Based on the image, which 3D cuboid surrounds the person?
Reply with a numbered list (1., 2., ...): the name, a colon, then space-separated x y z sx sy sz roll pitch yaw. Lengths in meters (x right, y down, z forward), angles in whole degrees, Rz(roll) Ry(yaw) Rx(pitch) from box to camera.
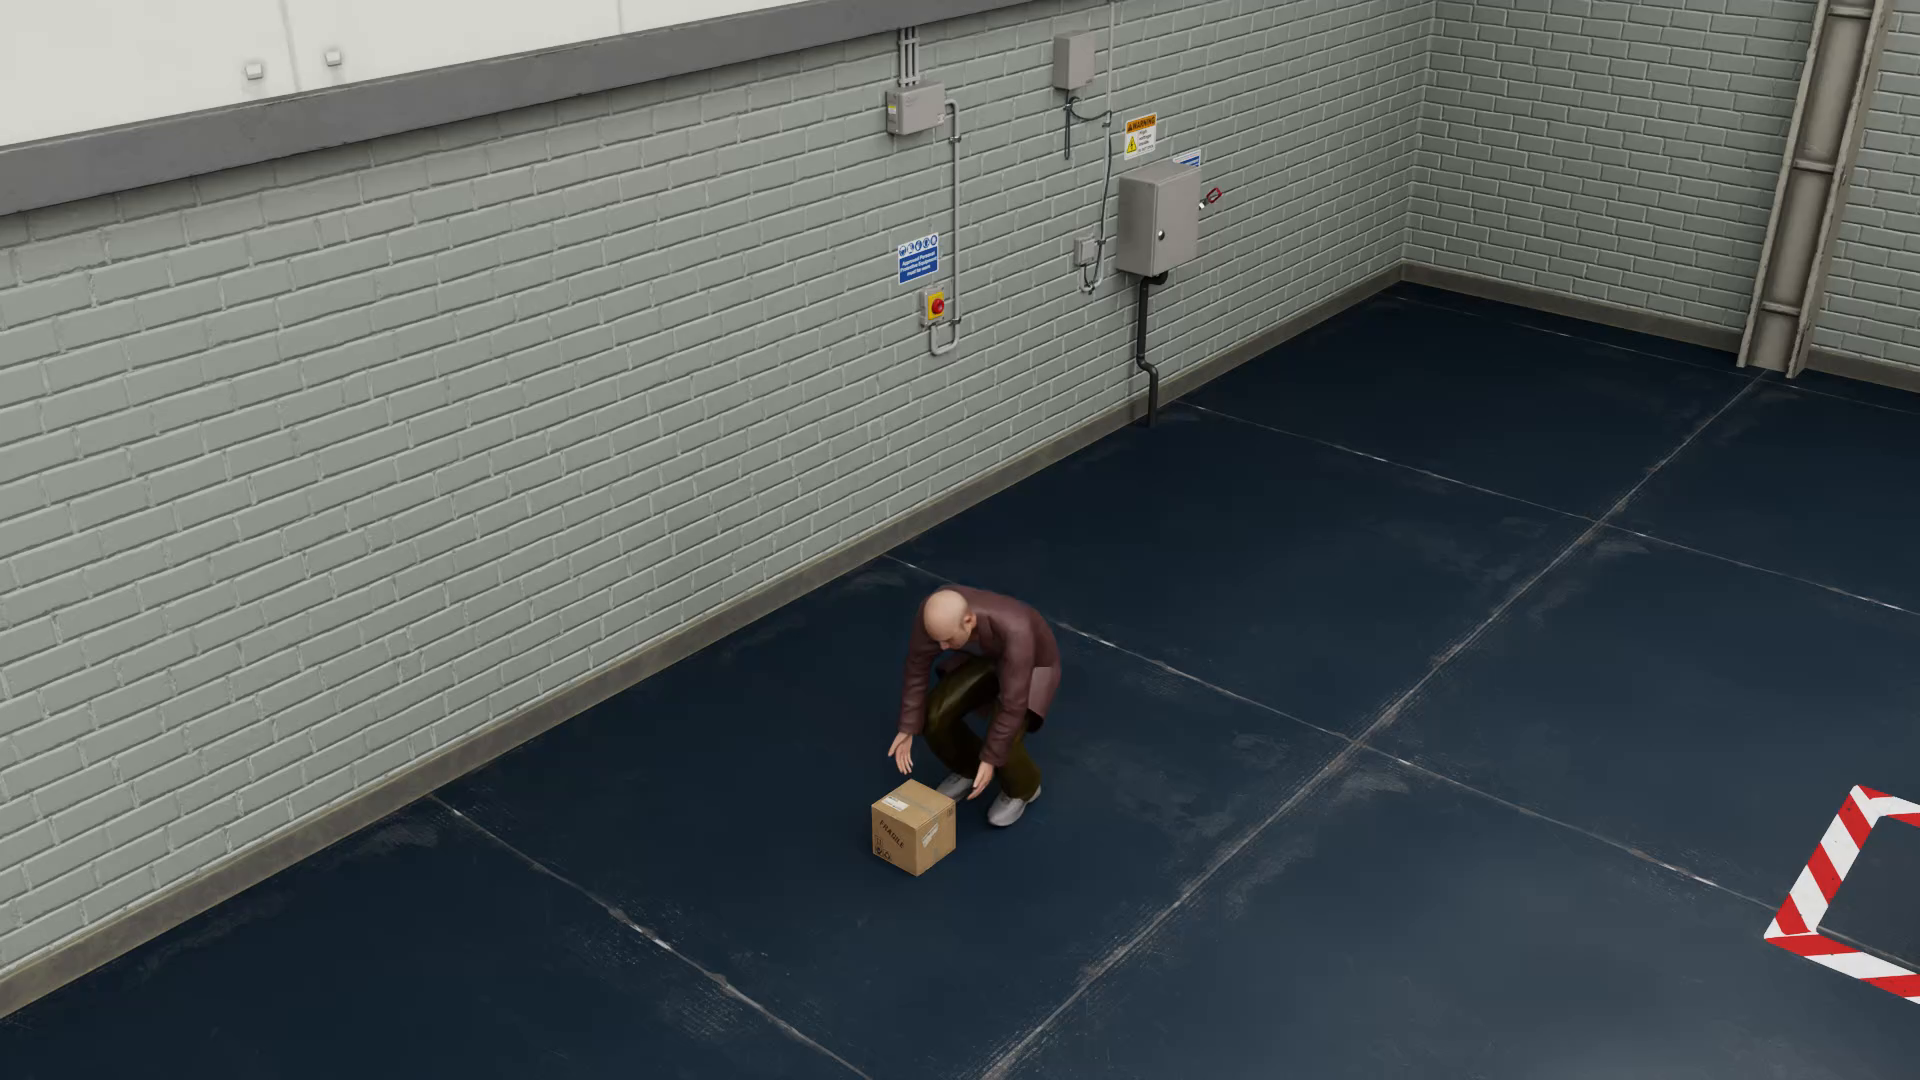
1. person: 0.117 0.678 7.042 0.626 1.109 0.816 21 33 35
